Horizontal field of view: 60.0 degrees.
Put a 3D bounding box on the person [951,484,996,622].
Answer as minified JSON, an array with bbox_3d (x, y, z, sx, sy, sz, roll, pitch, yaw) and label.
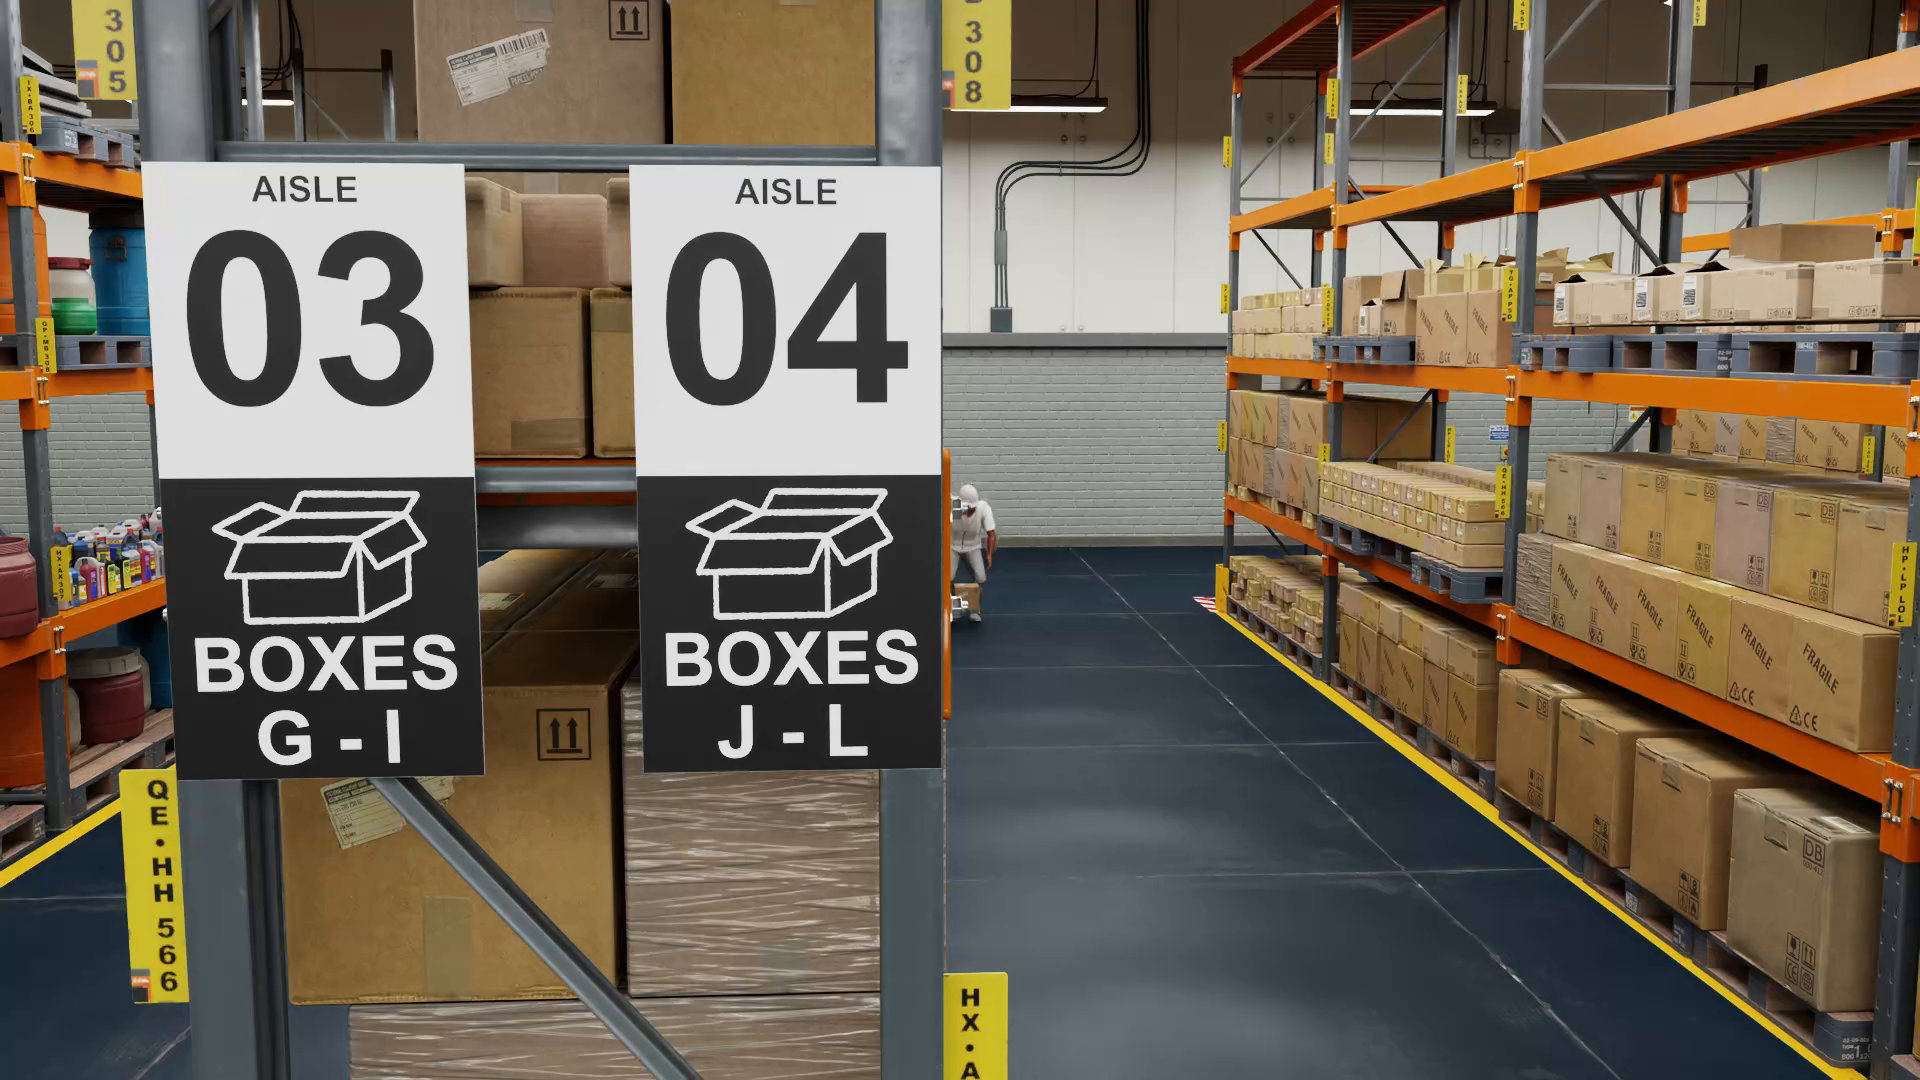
[{"bbox_3d":[0.068,0.130,17.723,0.629,1.490,0.708,0,7,-3],"label":"person"}]
